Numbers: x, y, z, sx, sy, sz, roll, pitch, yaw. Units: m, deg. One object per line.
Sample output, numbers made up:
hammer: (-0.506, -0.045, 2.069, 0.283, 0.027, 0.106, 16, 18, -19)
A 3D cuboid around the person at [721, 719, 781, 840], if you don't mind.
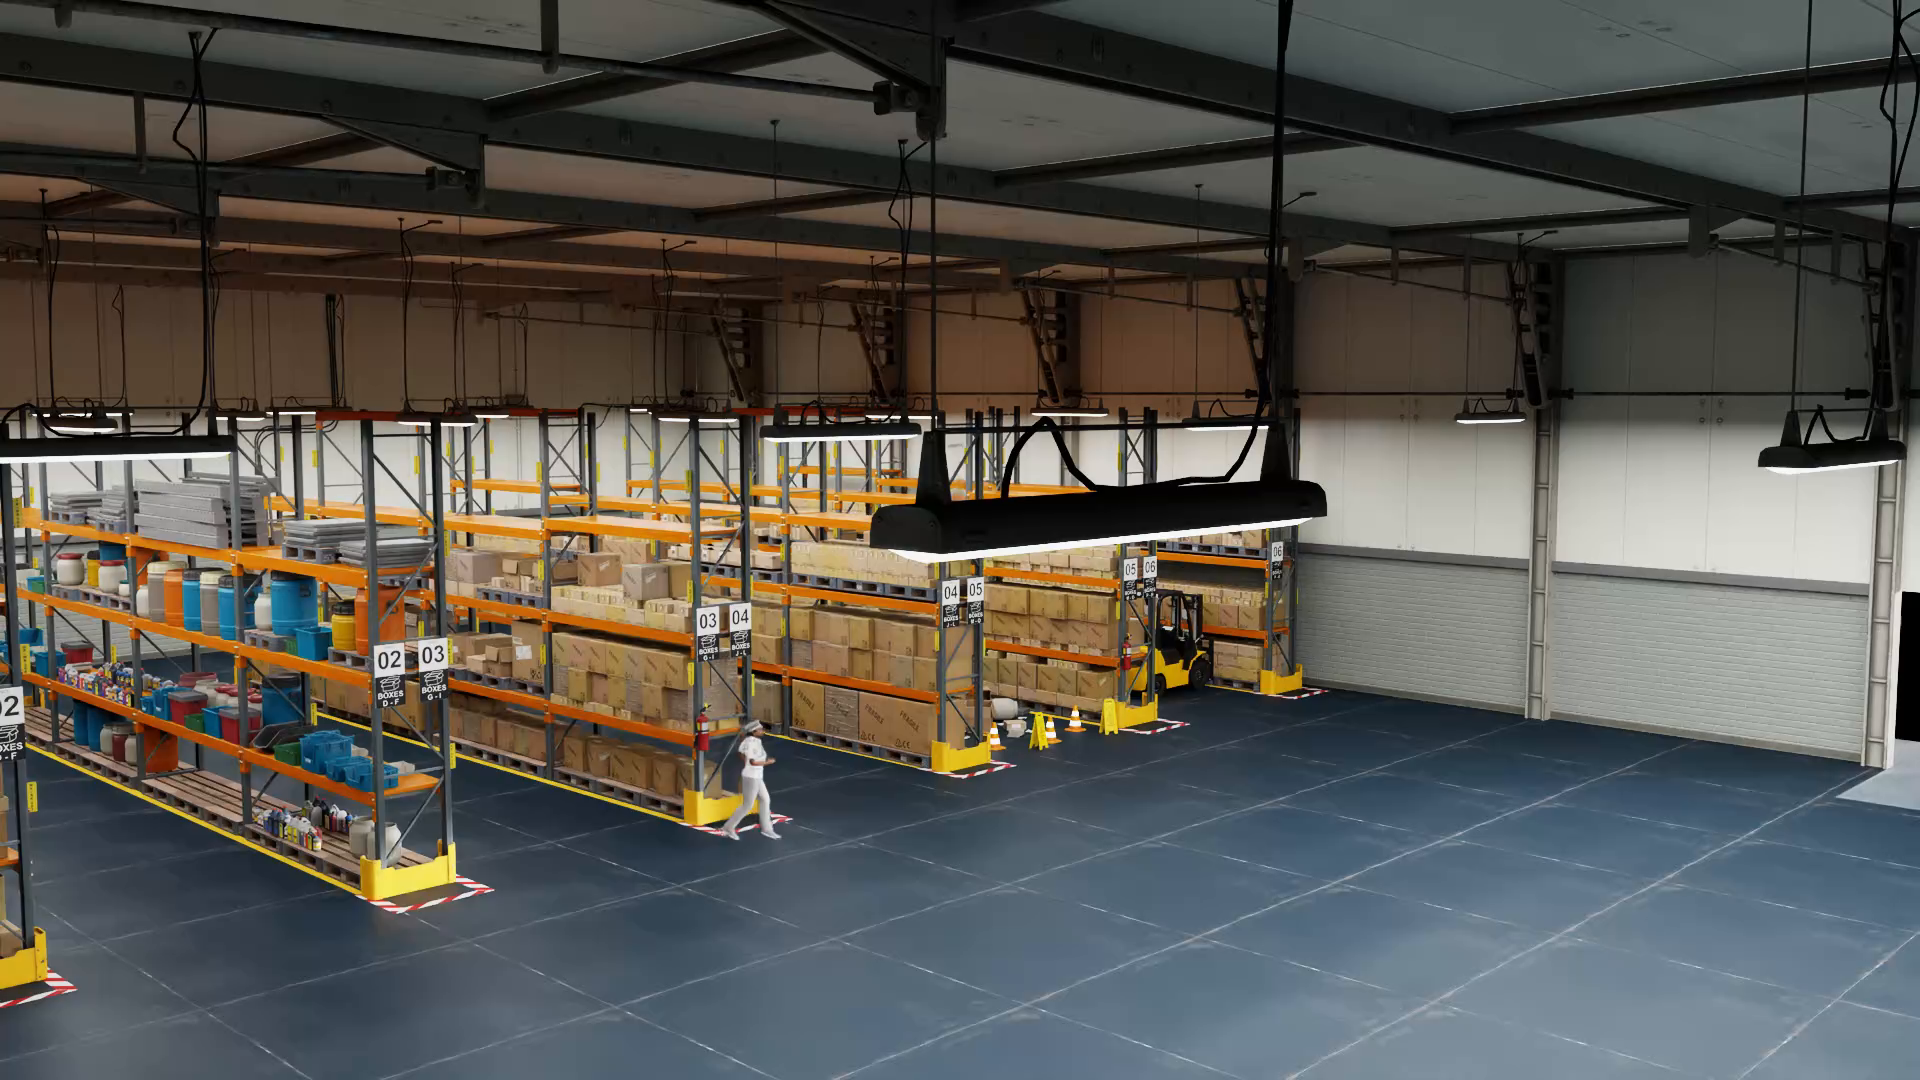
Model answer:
person: (-2.964, 3.396, 23.563, 0.835, 1.722, 0.589, -1, 5, -7)
